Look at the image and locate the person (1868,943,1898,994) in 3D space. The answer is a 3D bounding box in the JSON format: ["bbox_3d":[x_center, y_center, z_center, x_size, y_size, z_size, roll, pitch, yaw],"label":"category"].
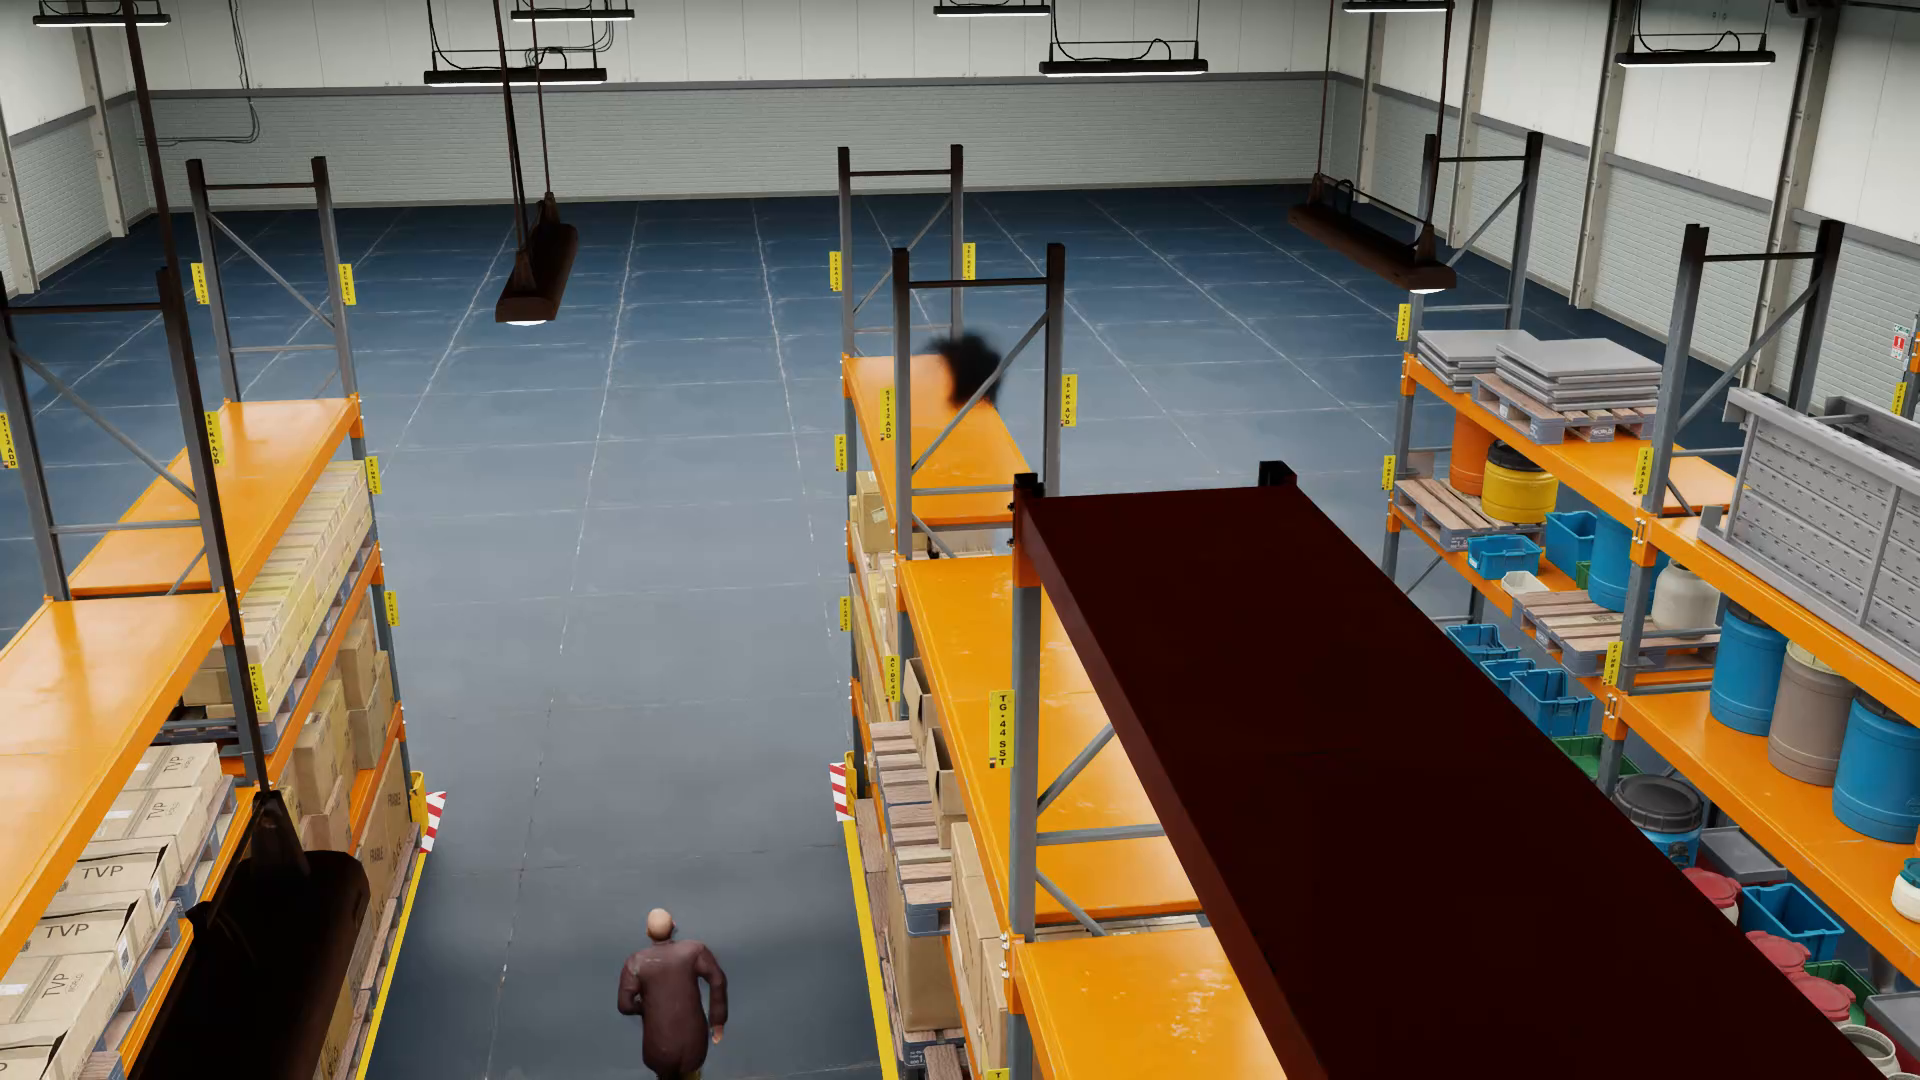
[{"bbox_3d":[6.768,2.892,12.070,0.584,1.732,0.722,-4,22,-10],"label":"person"}]

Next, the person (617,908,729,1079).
[{"bbox_3d":[-1.876,3.309,11.022,0.702,1.721,0.740,-12,24,-27],"label":"person"}]
